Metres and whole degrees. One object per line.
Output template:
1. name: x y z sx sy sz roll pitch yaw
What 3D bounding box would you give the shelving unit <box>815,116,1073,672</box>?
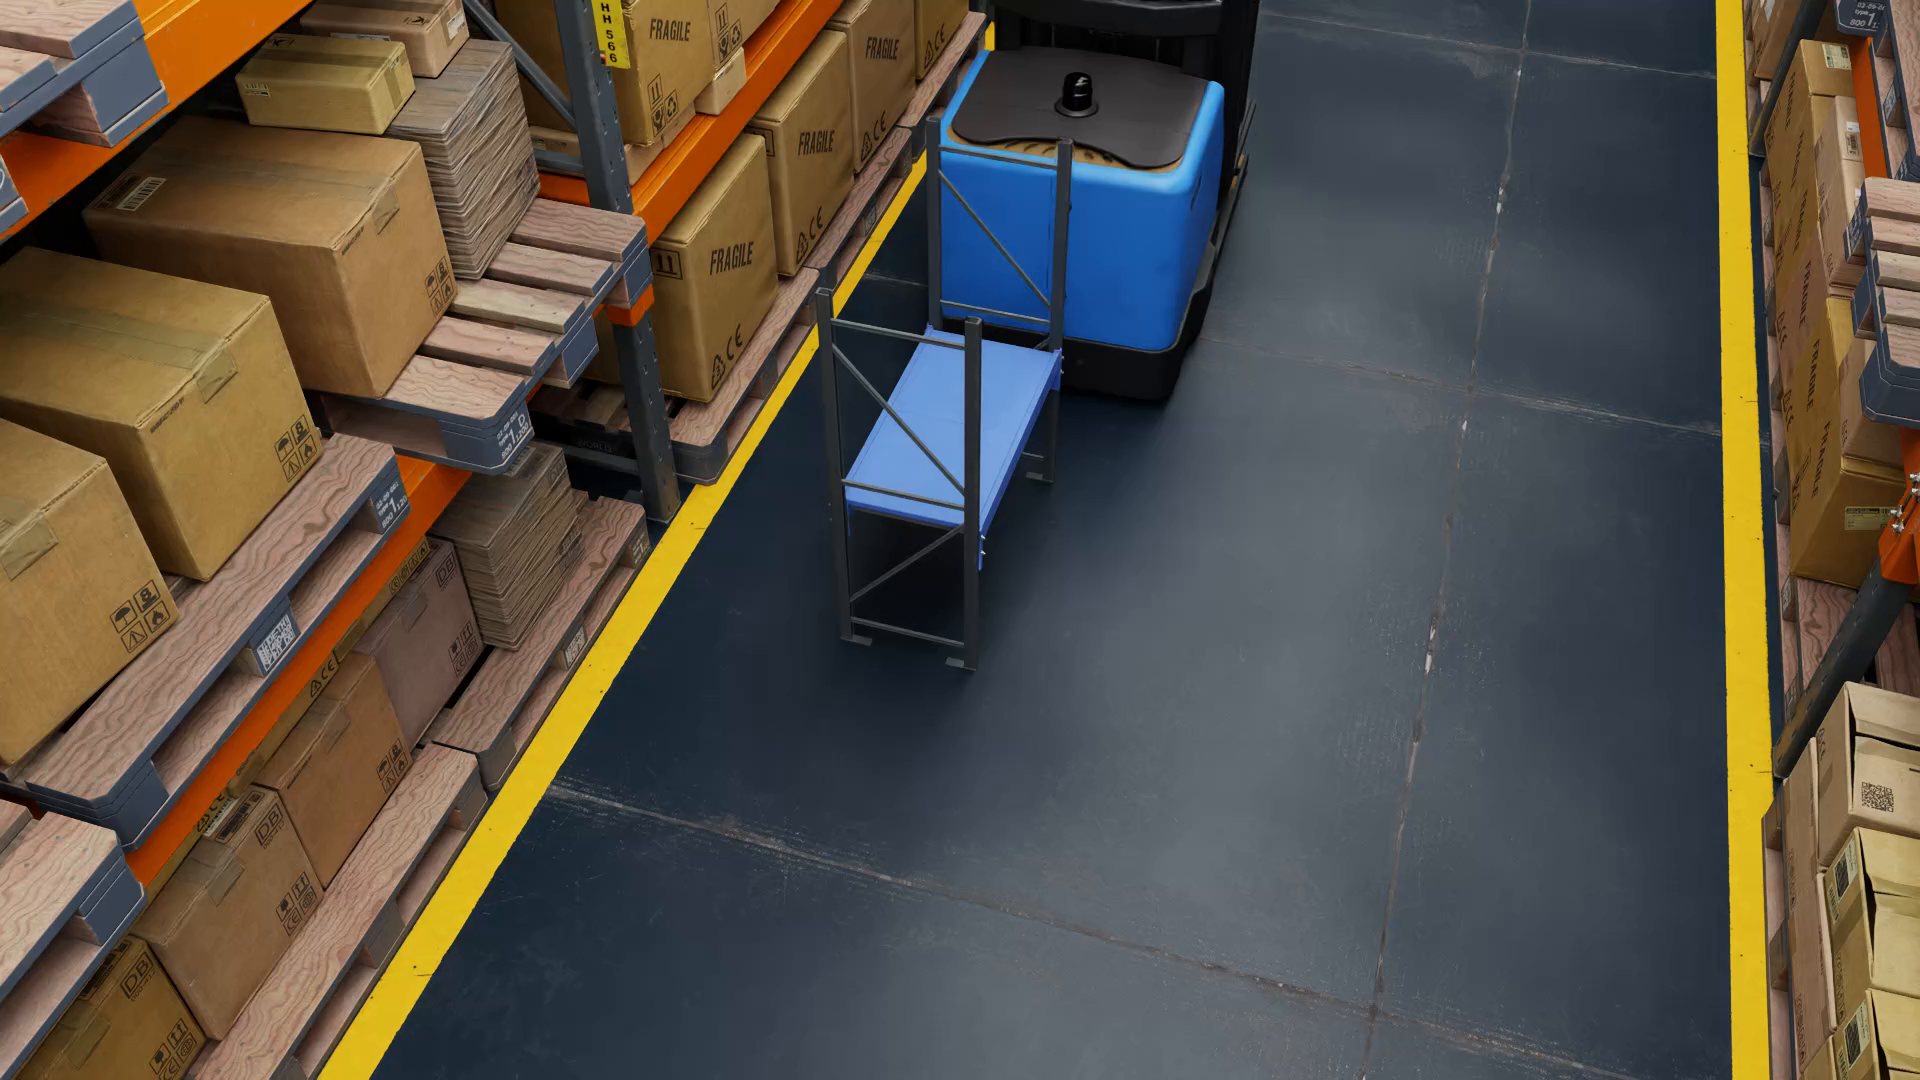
1. shelving unit: -0.026 -0.479 5.667 0.538 1.500 1.048 13 46 12

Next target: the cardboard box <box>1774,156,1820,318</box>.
1. cardboard box: 3.682 -1.195 6.799 0.500 0.500 0.500 13 46 13

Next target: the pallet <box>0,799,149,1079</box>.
1. pallet: -2.404 0.985 3.236 1.003 0.211 1.213 13 46 13

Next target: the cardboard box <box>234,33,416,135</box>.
1. cardboard box: -1.722 -1.243 4.525 0.380 0.149 0.250 6 45 6

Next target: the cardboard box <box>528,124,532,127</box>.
1. cardboard box: -1.709 -1.460 5.763 0.380 0.149 0.250 13 46 13

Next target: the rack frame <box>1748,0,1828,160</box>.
1. rack frame: 4.370 -2.891 7.060 1.000 3.000 0.127 13 46 13

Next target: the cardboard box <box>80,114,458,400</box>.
1. cardboard box: -1.839 -0.771 4.507 0.700 0.500 0.500 9 45 9

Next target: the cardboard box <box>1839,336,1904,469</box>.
1. cardboard box: 3.232 -0.468 5.520 0.500 0.250 0.500 14 46 14

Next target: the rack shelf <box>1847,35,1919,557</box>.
1. rack shelf: 3.765 -1.301 5.949 1.077 0.370 4.000 13 46 13

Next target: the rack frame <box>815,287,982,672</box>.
1. rack frame: -0.180 -0.140 5.321 0.500 1.500 0.032 13 46 12

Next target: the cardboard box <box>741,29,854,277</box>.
1. cardboard box: -0.944 -1.698 7.078 0.750 0.750 0.750 12 46 12

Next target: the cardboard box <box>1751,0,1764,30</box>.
1. cardboard box: 4.329 -2.732 8.621 0.380 0.149 0.250 13 46 13

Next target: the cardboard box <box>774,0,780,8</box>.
1. cardboard box: -0.853 -2.368 6.227 0.500 0.500 0.500 12 46 12

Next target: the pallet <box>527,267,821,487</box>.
1. pallet: -1.253 -0.785 6.901 1.003 0.211 1.213 13 46 13

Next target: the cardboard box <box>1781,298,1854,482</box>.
1. cardboard box: 3.376 -0.507 6.096 0.500 0.500 0.500 11 45 11

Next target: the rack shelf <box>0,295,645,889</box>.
1. rack shelf: -2.169 0.319 4.294 1.077 0.370 4.000 13 46 13

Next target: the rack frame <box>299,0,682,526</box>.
1. rack frame: -1.563 -1.272 5.405 1.000 3.000 0.127 13 46 13

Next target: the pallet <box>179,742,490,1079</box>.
1. pallet: -2.173 1.056 5.020 1.003 0.211 1.213 13 46 13

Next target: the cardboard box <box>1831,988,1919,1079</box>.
1. cardboard box: 2.413 1.386 3.954 0.500 0.311 0.500 11 46 11

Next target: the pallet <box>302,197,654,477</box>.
1. pallet: -1.678 -0.706 4.963 1.213 0.211 1.003 13 46 13

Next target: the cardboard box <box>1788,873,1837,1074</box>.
1. cardboard box: 2.569 1.230 4.514 0.500 0.250 0.500 11 46 11

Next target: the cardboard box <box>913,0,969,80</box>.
1. cardboard box: -0.425 -2.859 8.264 0.750 0.750 0.750 13 46 13

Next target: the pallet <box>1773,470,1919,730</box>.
1. pallet: 3.421 0.282 5.811 1.003 0.211 1.213 13 46 13

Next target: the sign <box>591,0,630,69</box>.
1. sign: -1.043 -1.549 4.917 0.100 0.325 0.005 13 46 13

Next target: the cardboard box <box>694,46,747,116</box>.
1. cardboard box: -0.997 -1.685 5.992 0.380 0.149 0.250 14 46 14

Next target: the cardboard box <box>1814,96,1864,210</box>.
1. cardboard box: 3.689 -1.486 6.560 0.500 0.250 0.500 13 46 13

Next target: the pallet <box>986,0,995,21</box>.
1. pallet: -0.047 -3.432 9.606 1.003 0.211 1.213 13 46 13

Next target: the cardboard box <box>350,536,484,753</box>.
1. cardboard box: -1.998 0.274 5.298 0.700 0.500 0.500 12 46 12

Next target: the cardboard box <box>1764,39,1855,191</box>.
1. cardboard box: 3.992 -1.884 7.503 0.500 0.500 0.500 11 45 11

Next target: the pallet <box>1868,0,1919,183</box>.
1. pallet: 3.743 -1.454 5.728 1.003 0.211 1.213 13 46 13

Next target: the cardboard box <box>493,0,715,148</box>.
1. cardboard box: -1.172 -1.690 5.534 0.500 0.500 0.500 14 46 14

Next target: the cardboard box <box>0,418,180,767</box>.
1. cardboard box: -2.242 0.053 3.665 0.700 0.500 0.500 19 47 18

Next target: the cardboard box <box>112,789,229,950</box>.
1. cardboard box: -2.283 0.727 4.299 0.500 0.250 0.500 11 46 11

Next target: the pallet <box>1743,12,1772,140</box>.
1. pallet: 4.579 -2.352 8.503 1.003 0.211 1.213 13 46 13

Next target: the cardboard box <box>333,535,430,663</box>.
1. cardboard box: -1.964 0.054 4.987 0.500 0.250 0.500 13 46 13

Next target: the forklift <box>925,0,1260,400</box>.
1. forklift: 0.753 -2.664 6.877 1.130 2.935 3.031 11 46 11

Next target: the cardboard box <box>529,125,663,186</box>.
1. cardboard box: -1.243 -1.359 5.660 0.380 0.149 0.250 12 46 12

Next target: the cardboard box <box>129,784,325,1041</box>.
1. cardboard box: -2.266 0.950 4.607 0.700 0.500 0.500 13 46 13

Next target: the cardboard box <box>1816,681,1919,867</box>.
1. cardboard box: 2.720 0.694 4.661 0.500 0.311 0.500 14 46 14

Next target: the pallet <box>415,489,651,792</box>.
1. pallet: -1.801 0.246 5.848 1.003 0.211 1.213 13 46 13

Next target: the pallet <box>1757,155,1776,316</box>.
1. pallet: 4.160 -1.344 7.473 1.003 0.211 1.213 13 46 13
